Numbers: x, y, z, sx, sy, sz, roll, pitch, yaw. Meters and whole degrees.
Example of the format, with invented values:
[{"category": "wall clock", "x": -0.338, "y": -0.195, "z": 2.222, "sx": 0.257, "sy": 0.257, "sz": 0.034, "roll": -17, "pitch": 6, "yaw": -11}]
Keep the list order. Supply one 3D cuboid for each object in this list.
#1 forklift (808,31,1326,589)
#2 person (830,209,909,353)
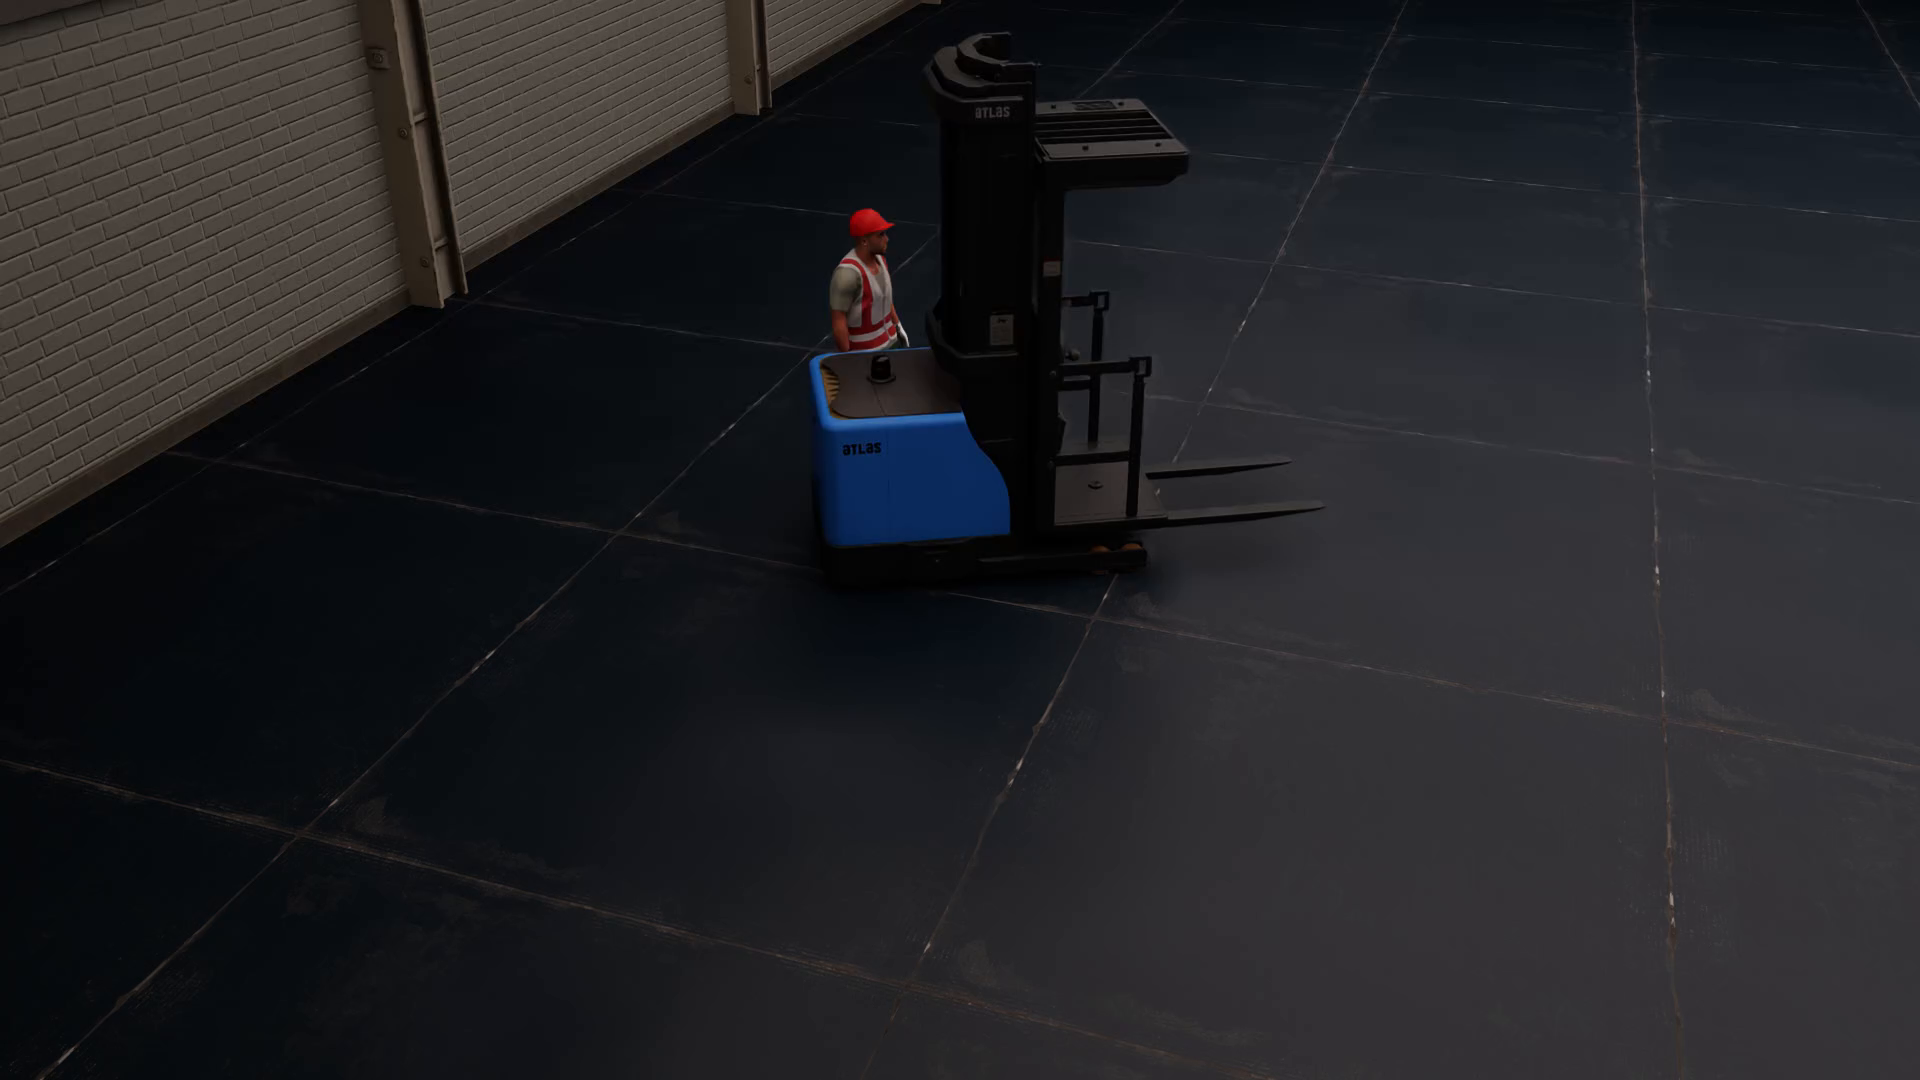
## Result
[{"category": "forklift", "x": 0.652, "y": -1.325, "z": 9.460, "sx": 3.031, "sy": 2.935, "sz": 1.130, "roll": -5, "pitch": 30, "yaw": -8}, {"category": "person", "x": -0.512, "y": -1.185, "z": 10.372, "sx": 0.462, "sy": 1.789, "sz": 0.694, "roll": 12, "pitch": 32, "yaw": 20}]
